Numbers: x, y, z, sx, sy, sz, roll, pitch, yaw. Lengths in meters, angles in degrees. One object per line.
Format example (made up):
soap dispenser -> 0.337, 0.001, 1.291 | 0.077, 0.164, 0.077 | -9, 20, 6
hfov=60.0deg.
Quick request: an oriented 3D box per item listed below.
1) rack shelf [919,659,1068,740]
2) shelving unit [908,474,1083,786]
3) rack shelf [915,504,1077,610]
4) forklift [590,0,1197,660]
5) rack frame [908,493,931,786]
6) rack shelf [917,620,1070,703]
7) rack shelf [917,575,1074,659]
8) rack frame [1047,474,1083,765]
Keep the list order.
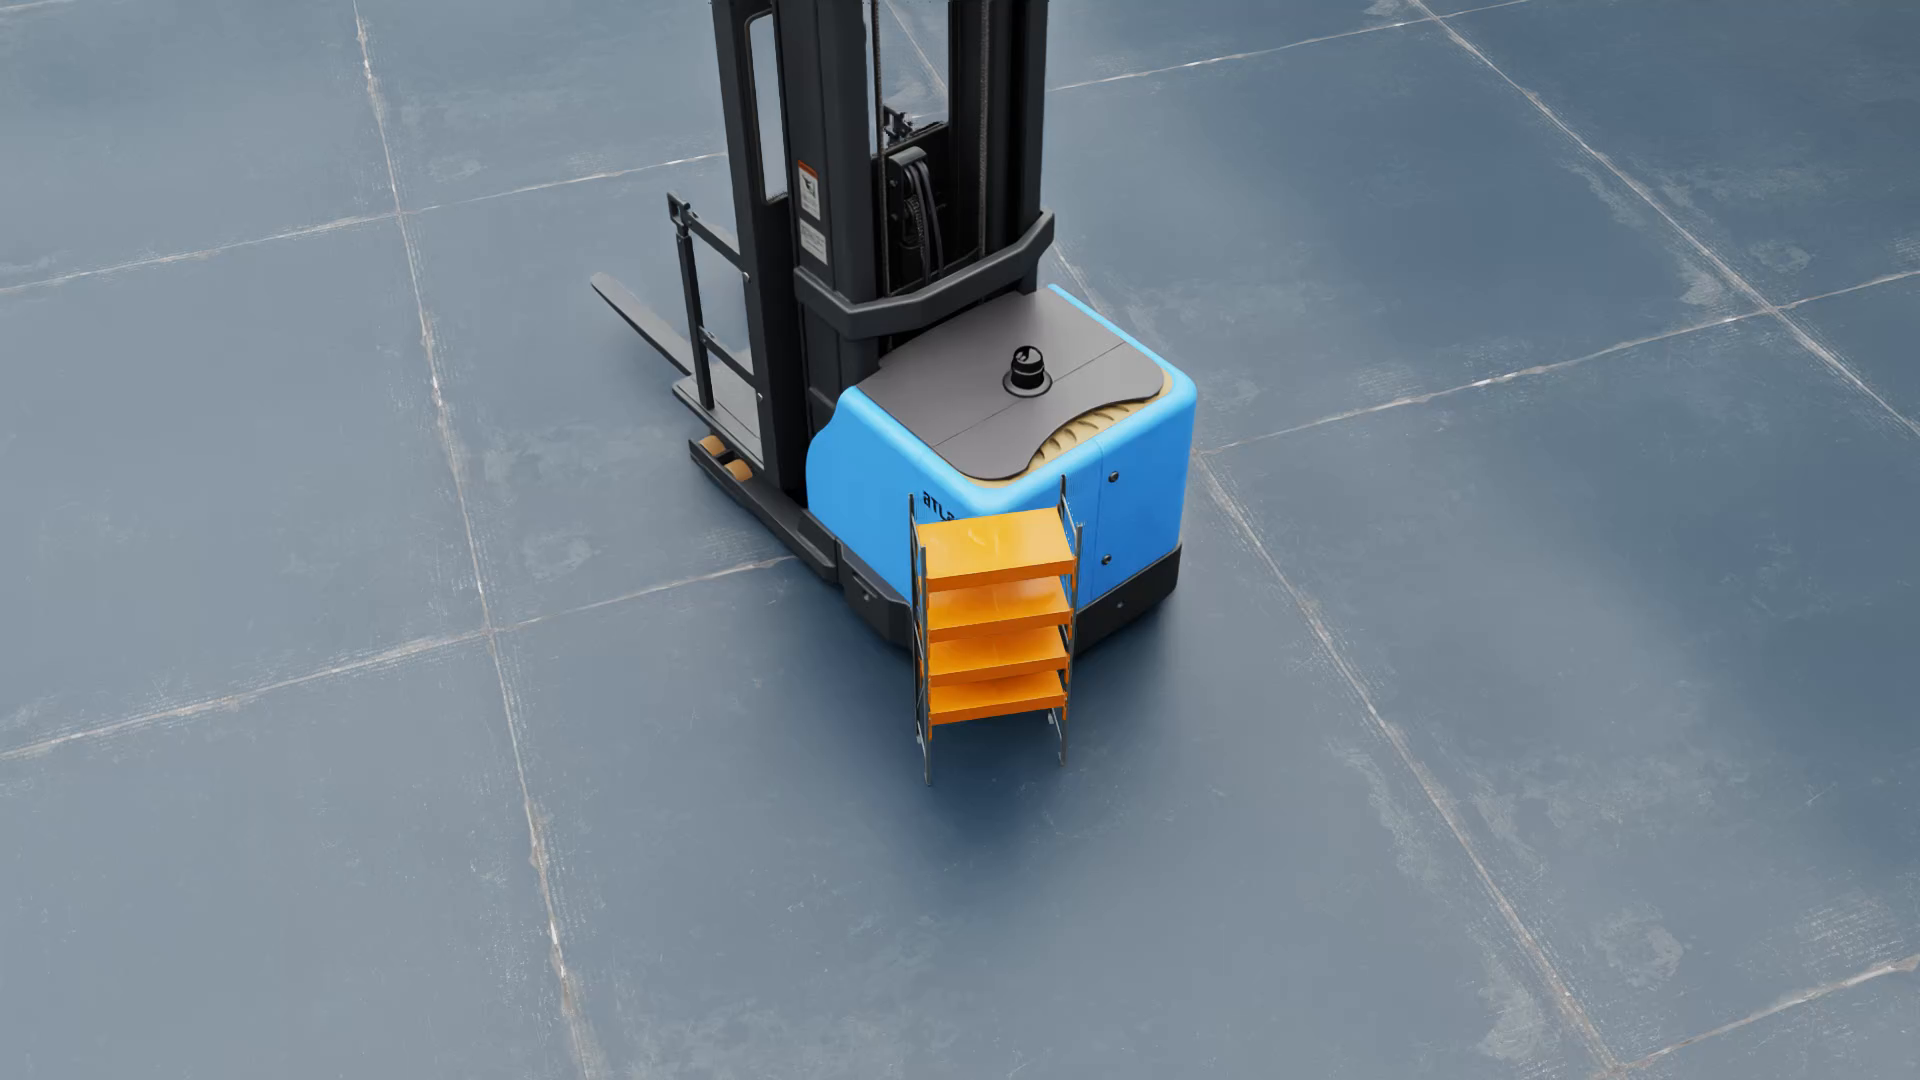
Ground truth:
rack shelf -> 0.108, 0.517, 5.763 | 0.480, 0.148, 0.258 | -8, 46, -7
shelving unit -> 0.108, 0.329, 5.575 | 0.503, 1.200, 0.258 | -8, 46, -7
rack shelf -> 0.108, 0.052, 5.296 | 0.480, 0.148, 0.258 | -8, 46, -7
forklift -> -0.481, -1.407, 6.083 | 1.130, 2.935, 3.031 | -30, 52, -27
rack frame -> -0.132, 0.361, 5.543 | 0.015, 1.200, 0.240 | -8, 46, -7
rack shelf -> 0.108, 0.377, 5.622 | 0.480, 0.148, 0.258 | -8, 46, -7
rack shelf -> 0.108, 0.219, 5.464 | 0.480, 0.148, 0.258 | -8, 46, -7
rack frame -> 0.348, 0.298, 5.606 | 0.015, 1.200, 0.240 | -8, 46, -7
